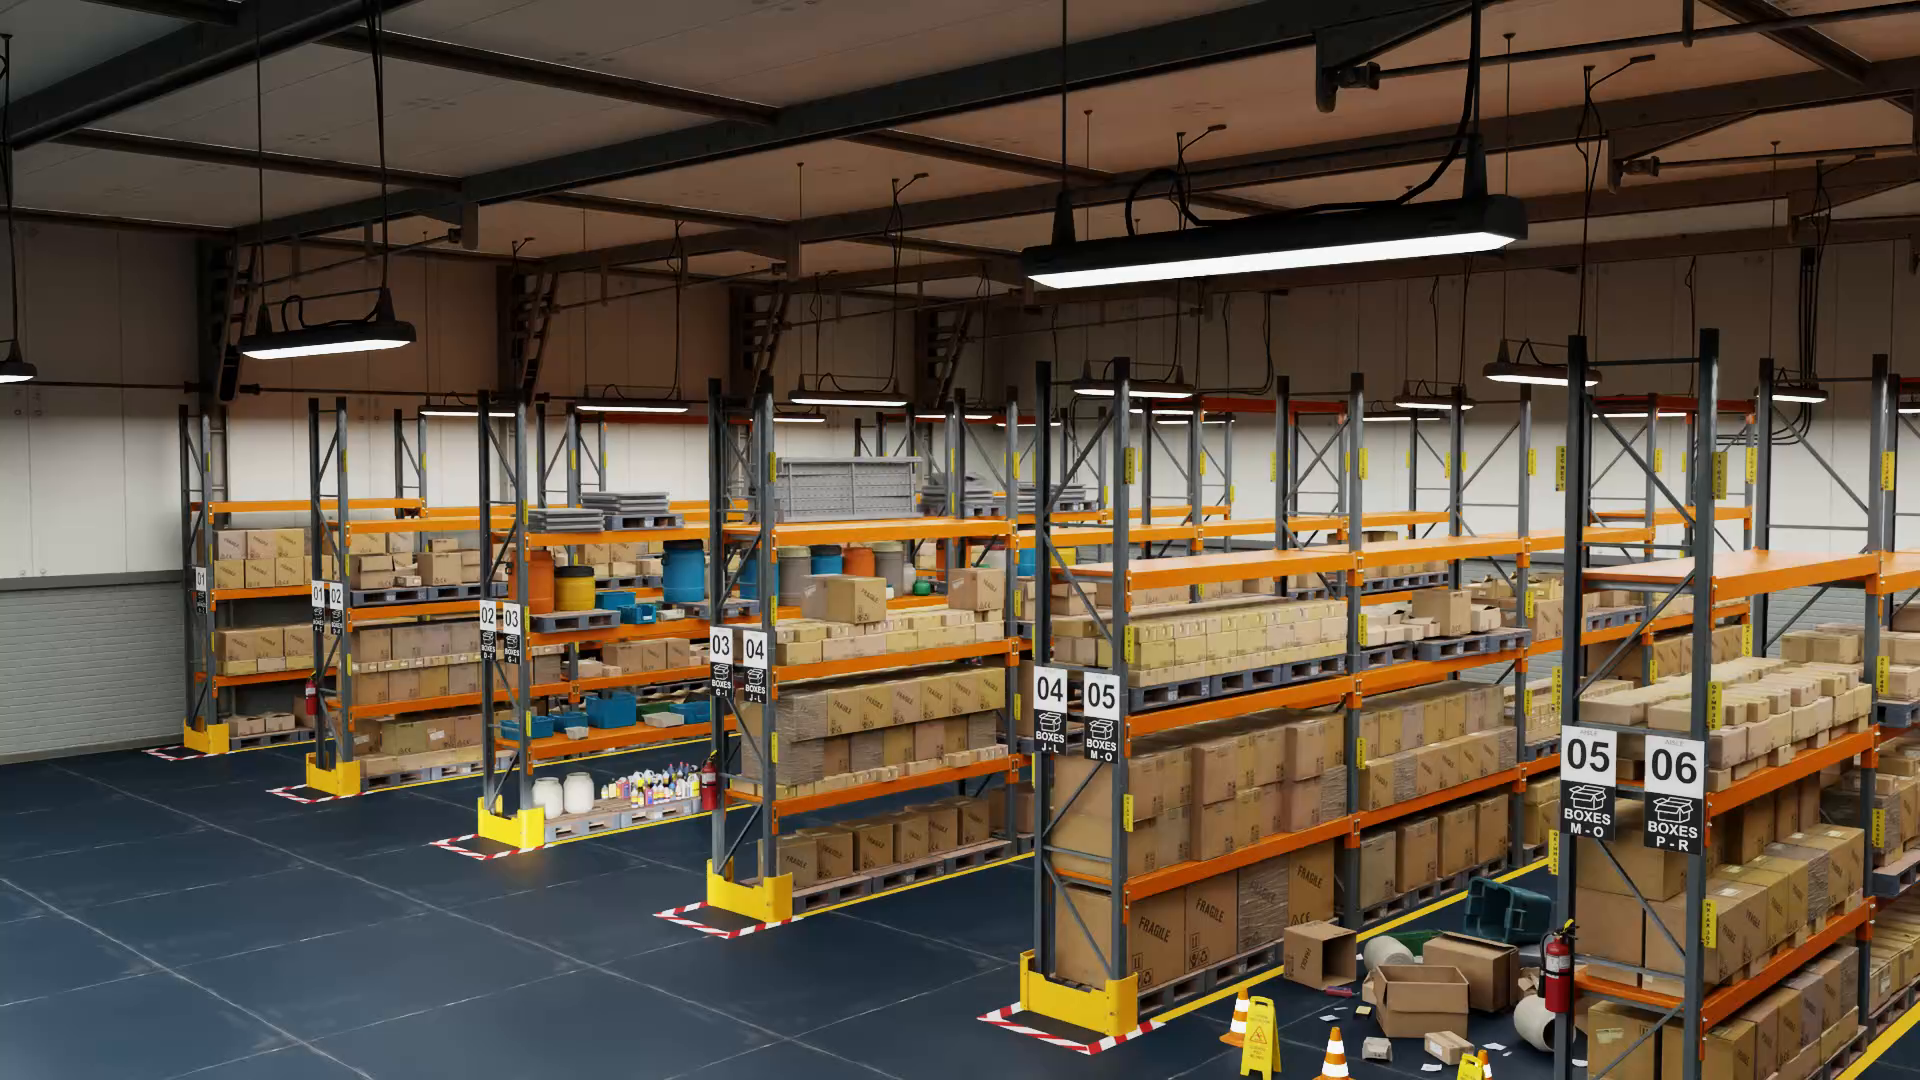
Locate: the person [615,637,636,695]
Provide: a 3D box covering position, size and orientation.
[{"bbox_3d":[-6.472,2.640,31.962,0.648,1.849,0.377,-2,4,-37],"label":"person"}]
